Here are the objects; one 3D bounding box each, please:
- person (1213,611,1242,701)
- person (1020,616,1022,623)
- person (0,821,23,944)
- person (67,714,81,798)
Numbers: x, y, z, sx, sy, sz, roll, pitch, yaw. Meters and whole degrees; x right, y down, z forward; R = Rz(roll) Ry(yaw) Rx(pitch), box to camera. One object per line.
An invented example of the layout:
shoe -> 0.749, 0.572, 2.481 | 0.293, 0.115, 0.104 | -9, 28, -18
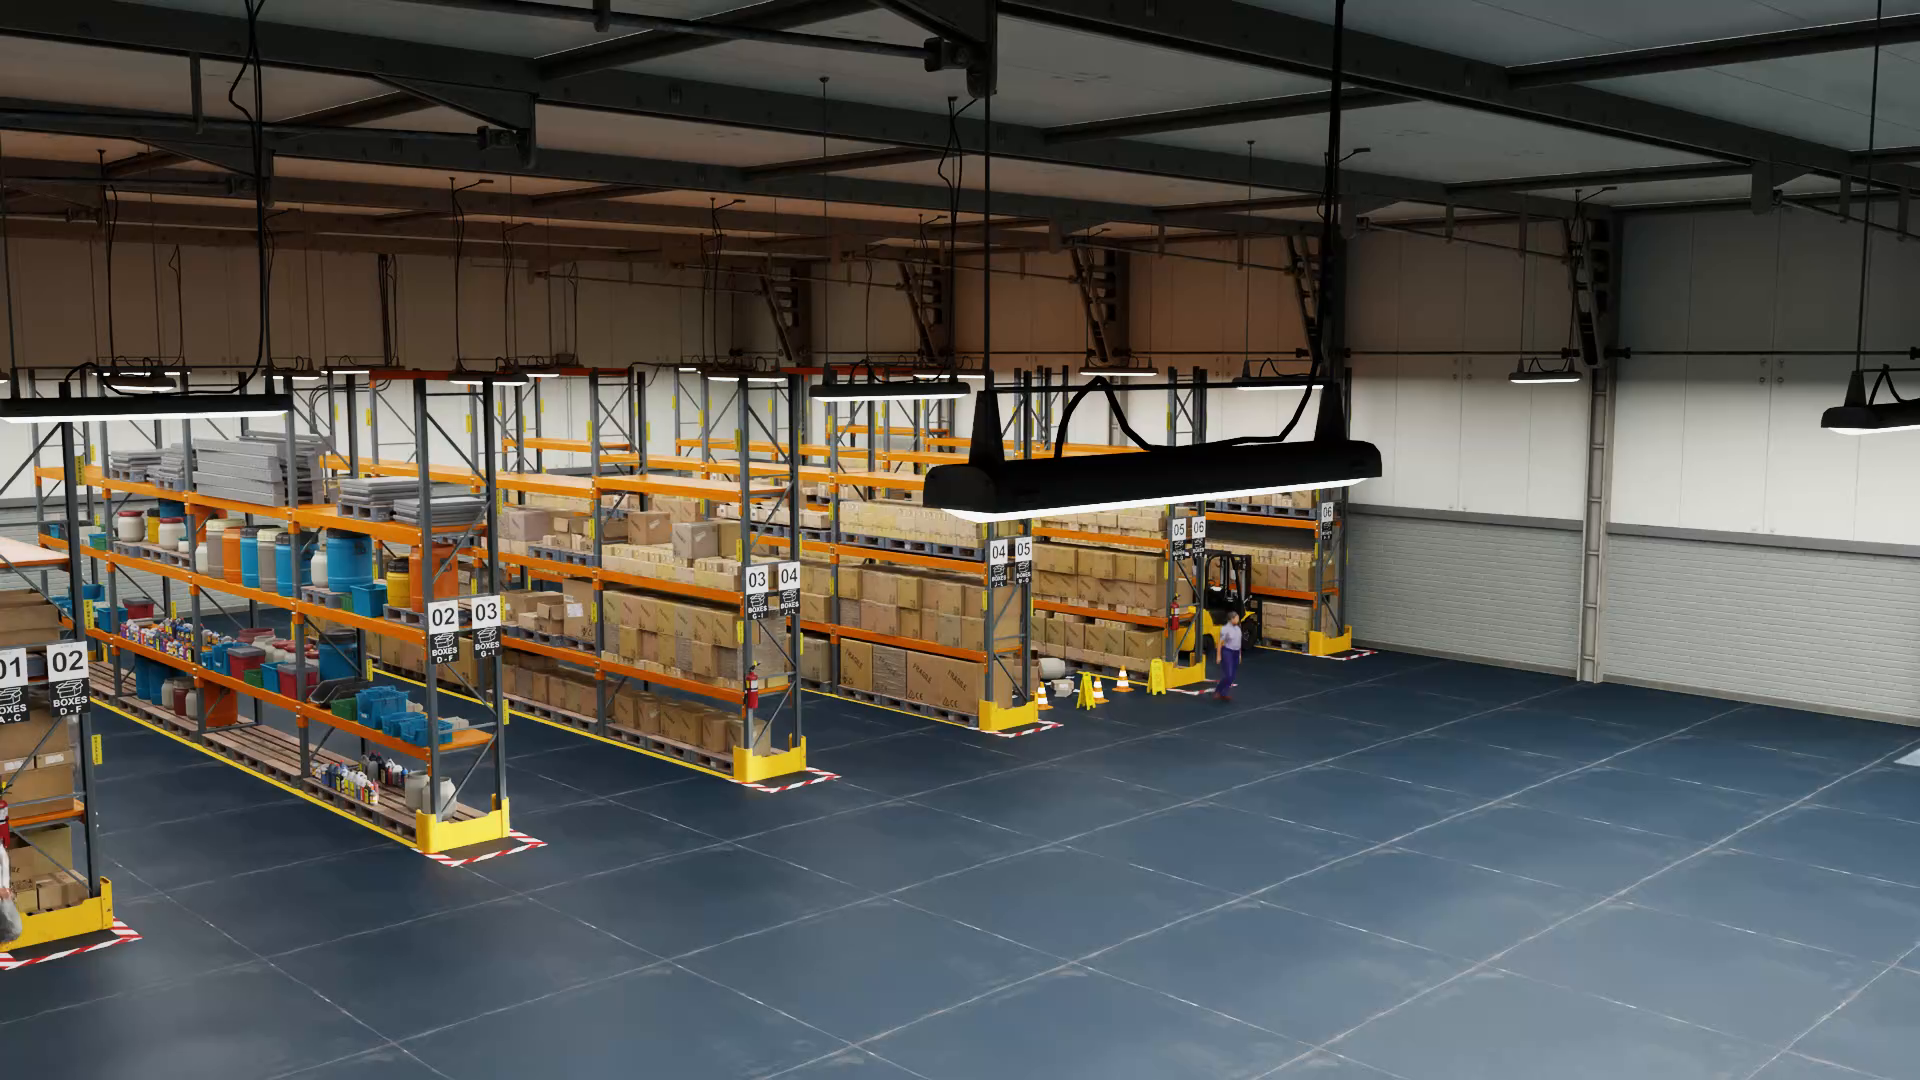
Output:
person -> 4.862, 2.107, 30.147 | 0.439, 1.640, 0.577 | 6, 9, 45
person -> 1.081, 1.286, 37.397 | 0.903, 1.644, 0.591 | 6, 9, 44
person -> -9.738, 3.596, 16.720 | 0.639, 1.730, 0.668 | 1, 7, 8
person -> -12.747, 2.917, 23.668 | 0.574, 1.527, 0.539 | 3, 7, 27
